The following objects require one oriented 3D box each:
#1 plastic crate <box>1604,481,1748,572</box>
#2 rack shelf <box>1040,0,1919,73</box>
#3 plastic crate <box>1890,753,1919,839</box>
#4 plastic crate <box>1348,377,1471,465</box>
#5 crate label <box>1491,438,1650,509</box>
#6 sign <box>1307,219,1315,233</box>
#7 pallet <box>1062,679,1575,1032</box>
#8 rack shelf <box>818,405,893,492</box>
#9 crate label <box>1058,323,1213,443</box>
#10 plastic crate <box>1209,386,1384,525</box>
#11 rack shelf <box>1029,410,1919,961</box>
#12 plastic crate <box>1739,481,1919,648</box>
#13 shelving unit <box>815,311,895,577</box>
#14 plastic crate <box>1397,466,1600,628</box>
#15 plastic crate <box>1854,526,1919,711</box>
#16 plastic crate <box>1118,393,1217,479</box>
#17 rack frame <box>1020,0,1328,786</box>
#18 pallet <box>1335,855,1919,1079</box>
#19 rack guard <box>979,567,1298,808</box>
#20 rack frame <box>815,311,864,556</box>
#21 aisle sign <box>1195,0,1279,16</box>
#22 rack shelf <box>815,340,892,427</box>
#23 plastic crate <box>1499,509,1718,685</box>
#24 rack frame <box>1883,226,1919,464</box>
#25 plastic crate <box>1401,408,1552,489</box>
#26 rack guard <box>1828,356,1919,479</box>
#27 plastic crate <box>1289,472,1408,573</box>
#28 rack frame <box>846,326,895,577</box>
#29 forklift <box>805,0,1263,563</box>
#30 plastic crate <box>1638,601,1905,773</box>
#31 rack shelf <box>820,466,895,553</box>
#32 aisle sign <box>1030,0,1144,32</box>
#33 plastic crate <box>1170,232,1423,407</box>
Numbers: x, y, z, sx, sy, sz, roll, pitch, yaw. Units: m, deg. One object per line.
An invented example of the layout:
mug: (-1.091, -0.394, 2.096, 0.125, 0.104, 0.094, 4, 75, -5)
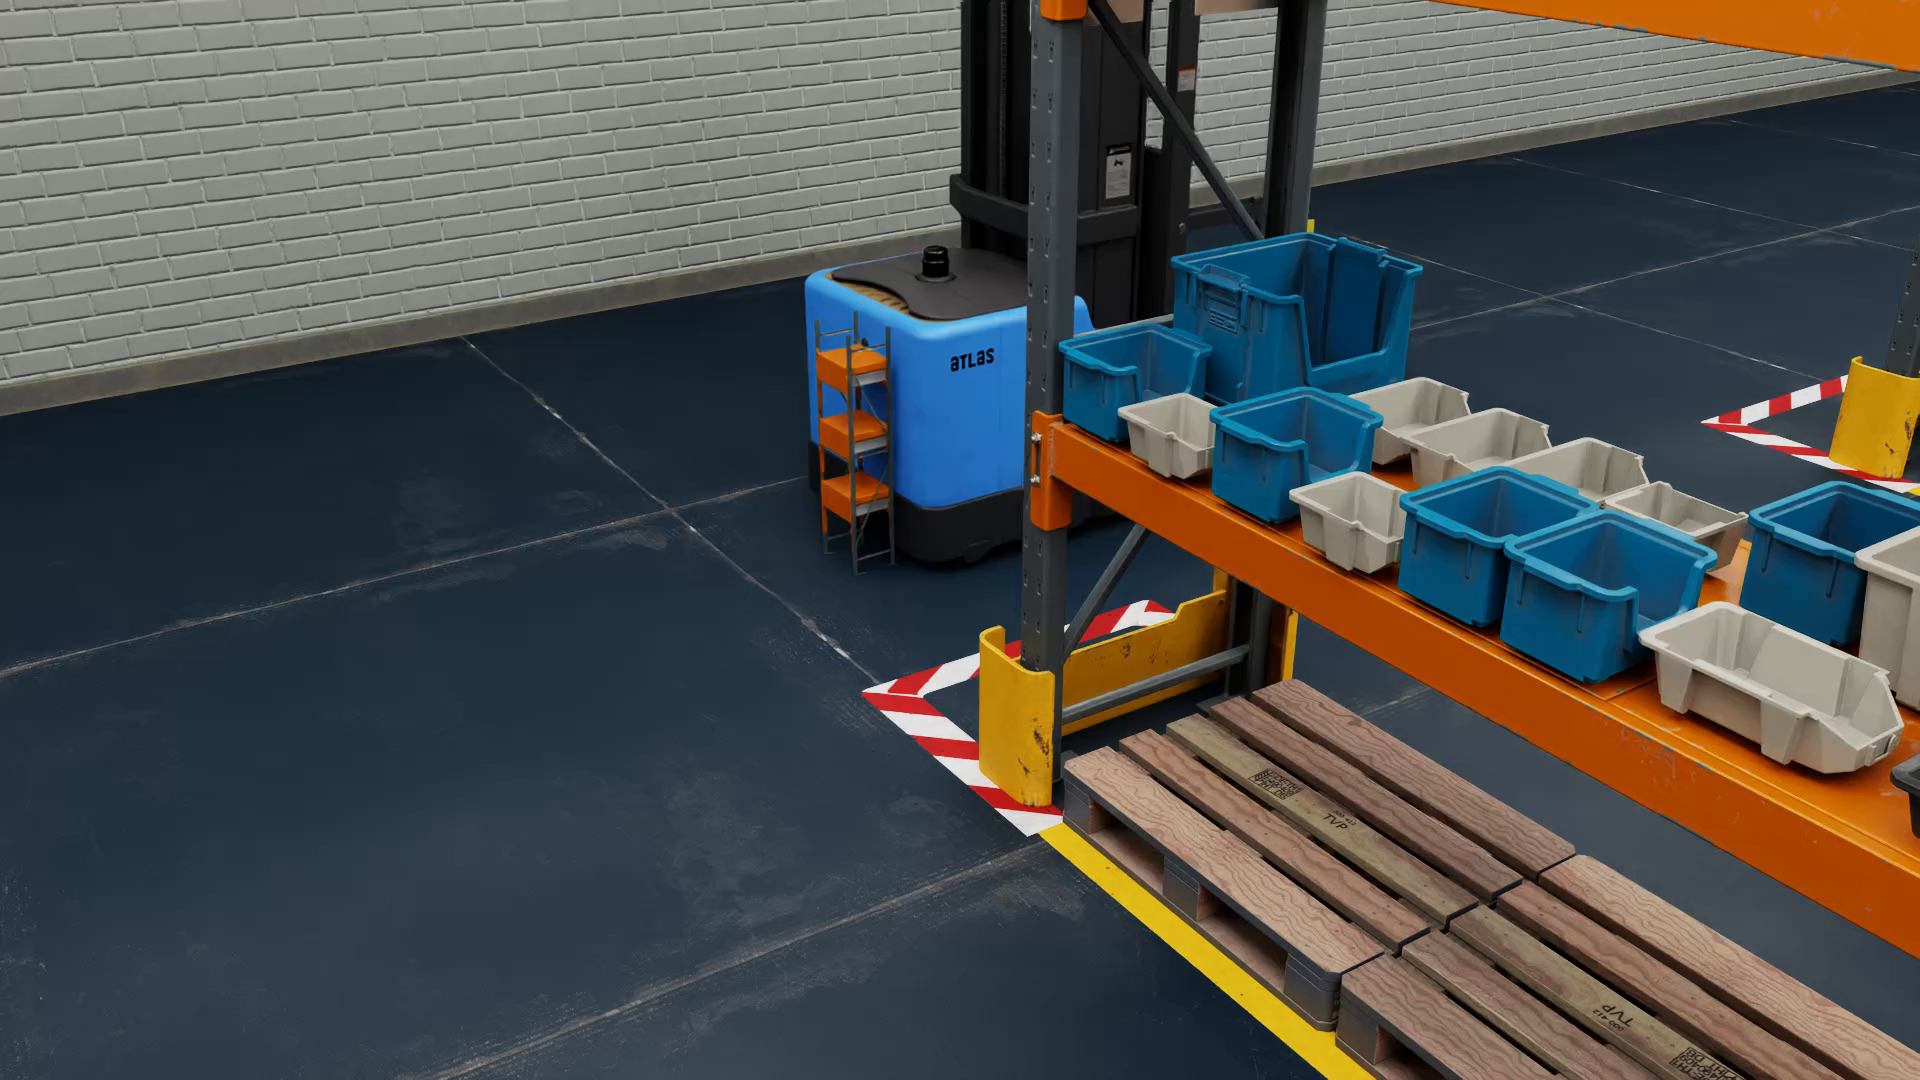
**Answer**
plastic crate: (1.739, -0.022, 4.022, 0.298, 0.136, 0.250, -16, 29, -30)
rack shelf: (1.738, -0.982, 3.145, 1.077, 0.370, 4.000, -16, 29, -30)
plastic crate: (1.993, 0.524, 2.878, 0.437, 0.125, 0.590, -16, 29, -30)
plastic crate: (1.243, -0.325, 4.662, 0.396, 0.136, 0.243, -16, 29, -30)
crate label: (1.561, -0.124, 4.237, 0.396, 0.136, 0.243, -16, 29, -30)
sign: (1.098, -0.874, 5.396, 0.100, 0.325, 0.005, -16, 29, -30)
pallet: (1.064, 0.899, 5.099, 1.003, 0.211, 1.213, -16, 29, -30)
rack shelf: (-0.429, -0.381, 6.852, 0.215, 0.259, 0.240, -16, 30, -31)
crate label: (0.505, -0.453, 4.821, 0.416, 0.233, 0.303, -16, 29, -30)
plastic crate: (0.864, -0.217, 4.322, 0.416, 0.233, 0.300, -16, 29, -30)
rack shelf: (1.738, 0.375, 3.786, 1.077, 0.370, 4.000, -16, 29, -30)
plastic crate: (1.982, 0.057, 3.741, 0.416, 0.233, 0.300, -16, 29, -30)
shelving unit: (-0.429, -0.390, 6.847, 0.215, 1.050, 0.252, -16, 30, -31)
plastic crate: (1.224, 0.018, 3.823, 0.416, 0.233, 0.300, -16, 29, -30)
plastic crate: (2.150, 0.202, 3.377, 0.437, 0.282, 0.530, -16, 29, -30)
plastic crate: (0.611, -0.275, 4.557, 0.250, 0.136, 0.298, -16, 29, -30)
rack frame: (0.646, -0.666, 5.147, 1.000, 3.000, 0.127, -16, 29, -30)
pallet: (1.725, 1.335, 4.175, 1.003, 0.211, 1.213, -16, 29, -30)
rack guard: (0.622, 0.459, 5.693, 1.175, 0.500, 0.348, -16, 29, -30)
rack frame: (-0.499, -0.433, 6.938, 0.200, 1.050, 0.008, -16, 30, -31)
aisle sign: (0.852, -1.936, 4.792, 0.394, 0.787, 0.004, -16, 29, -30)
rack shelf: (-0.429, -0.637, 6.730, 0.215, 0.259, 0.240, -16, 30, -31)
plastic crate: (1.387, 0.126, 3.596, 0.416, 0.233, 0.300, -16, 29, -30)
rack frame: (4.796, -1.820, 7.592, 1.000, 3.000, 0.127, -16, 29, -30)
plastic crate: (1.389, -0.218, 4.436, 0.396, 0.136, 0.243, -16, 29, -30)
rack guard: (4.783, -0.699, 8.144, 1.175, 0.500, 0.348, -16, 29, -30)
plastic crate: (0.981, -0.032, 4.043, 0.250, 0.136, 0.298, -16, 29, -30)
rack frame: (-0.360, -0.348, 6.756, 0.200, 1.050, 0.008, -16, 30, -31)
forklift: (0.815, -1.702, 7.422, 3.031, 2.935, 1.130, -16, 30, -31)
plastic crate: (1.627, 0.304, 3.331, 0.293, 0.136, 0.466, -16, 29, -30)
rack shelf: (-0.429, -0.129, 6.970, 0.215, 0.259, 0.240, -16, 30, -31)
aisle sign: (0.358, -1.798, 4.500, 0.394, 0.787, 0.004, -16, 29, -30)
plastic crate: (0.985, -0.633, 4.965, 0.616, 0.435, 0.499, -16, 29, -30)
